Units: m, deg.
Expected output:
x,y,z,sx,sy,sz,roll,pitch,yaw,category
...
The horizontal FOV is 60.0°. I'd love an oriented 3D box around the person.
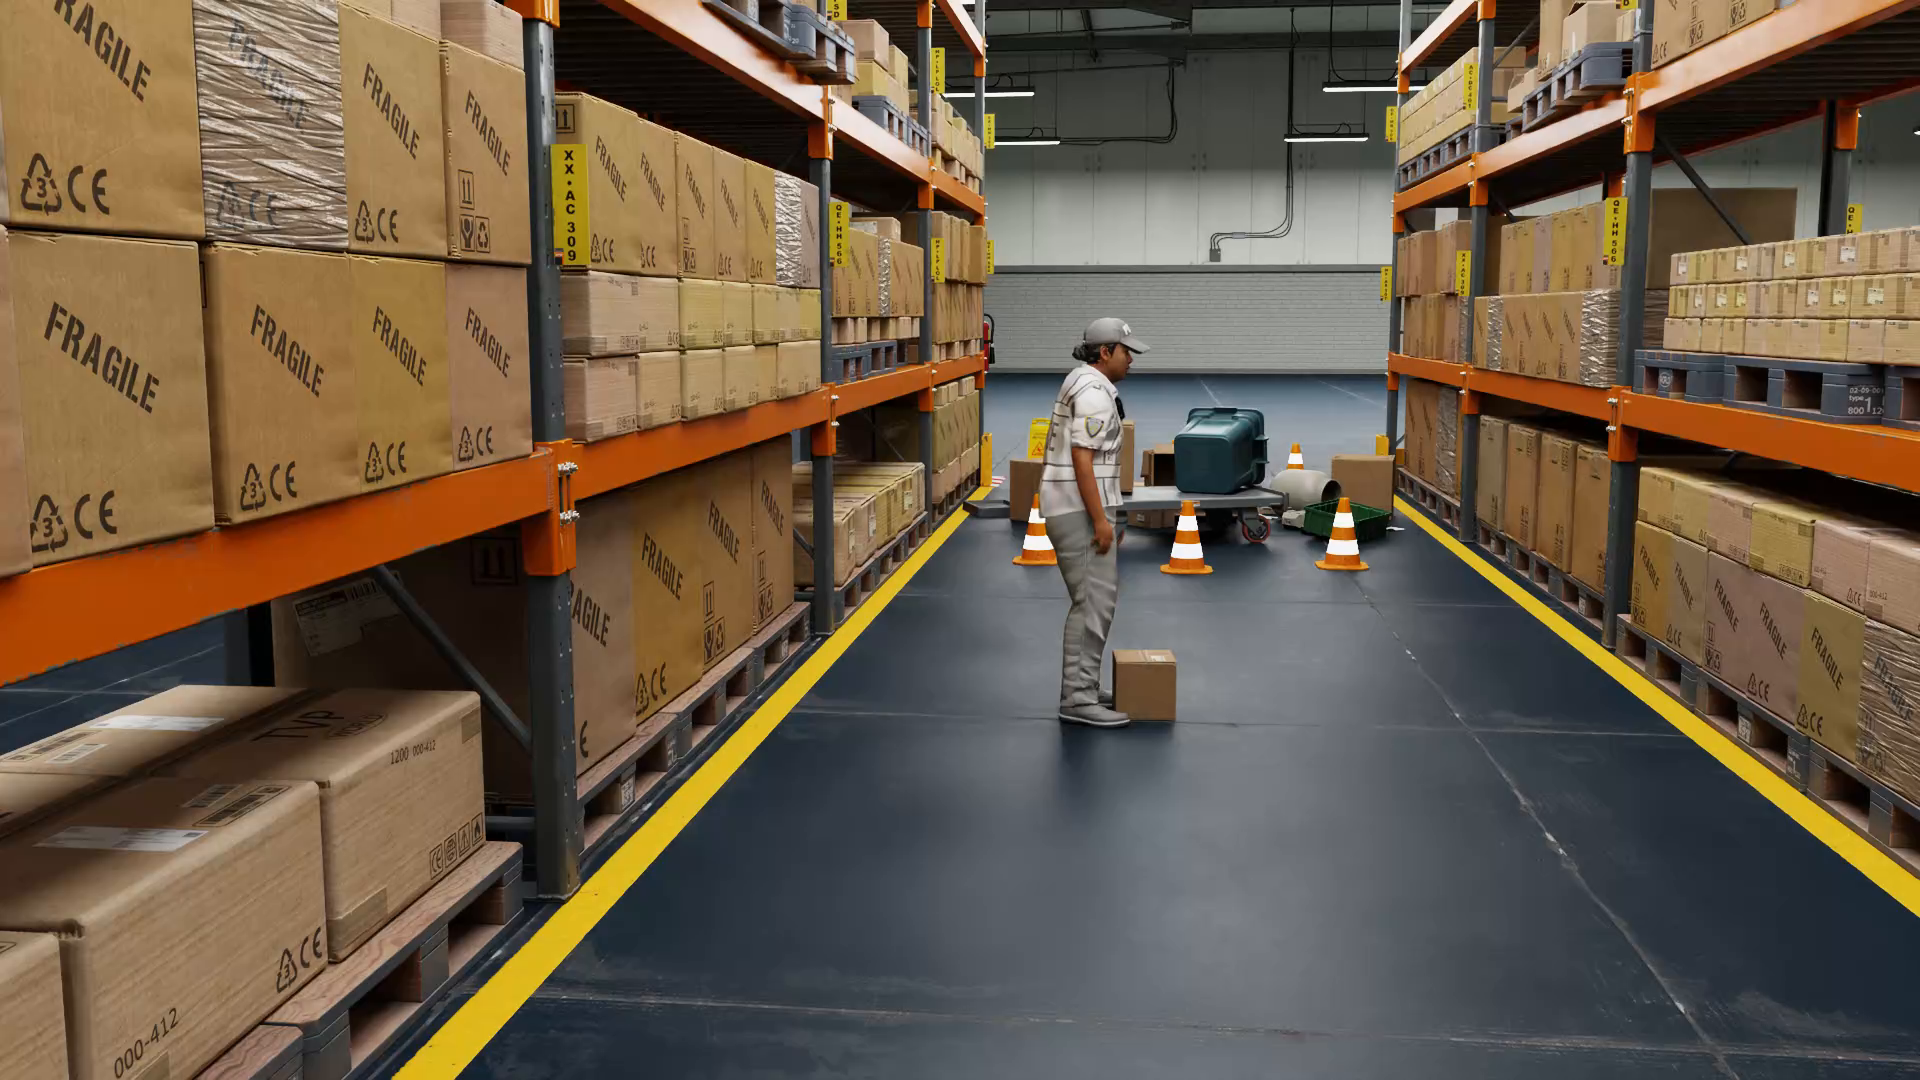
x,y,z,sx,sy,sz,roll,pitch,yaw,category
0.558,-0.093,6.959,0.463,1.667,0.563,0,8,3,person
